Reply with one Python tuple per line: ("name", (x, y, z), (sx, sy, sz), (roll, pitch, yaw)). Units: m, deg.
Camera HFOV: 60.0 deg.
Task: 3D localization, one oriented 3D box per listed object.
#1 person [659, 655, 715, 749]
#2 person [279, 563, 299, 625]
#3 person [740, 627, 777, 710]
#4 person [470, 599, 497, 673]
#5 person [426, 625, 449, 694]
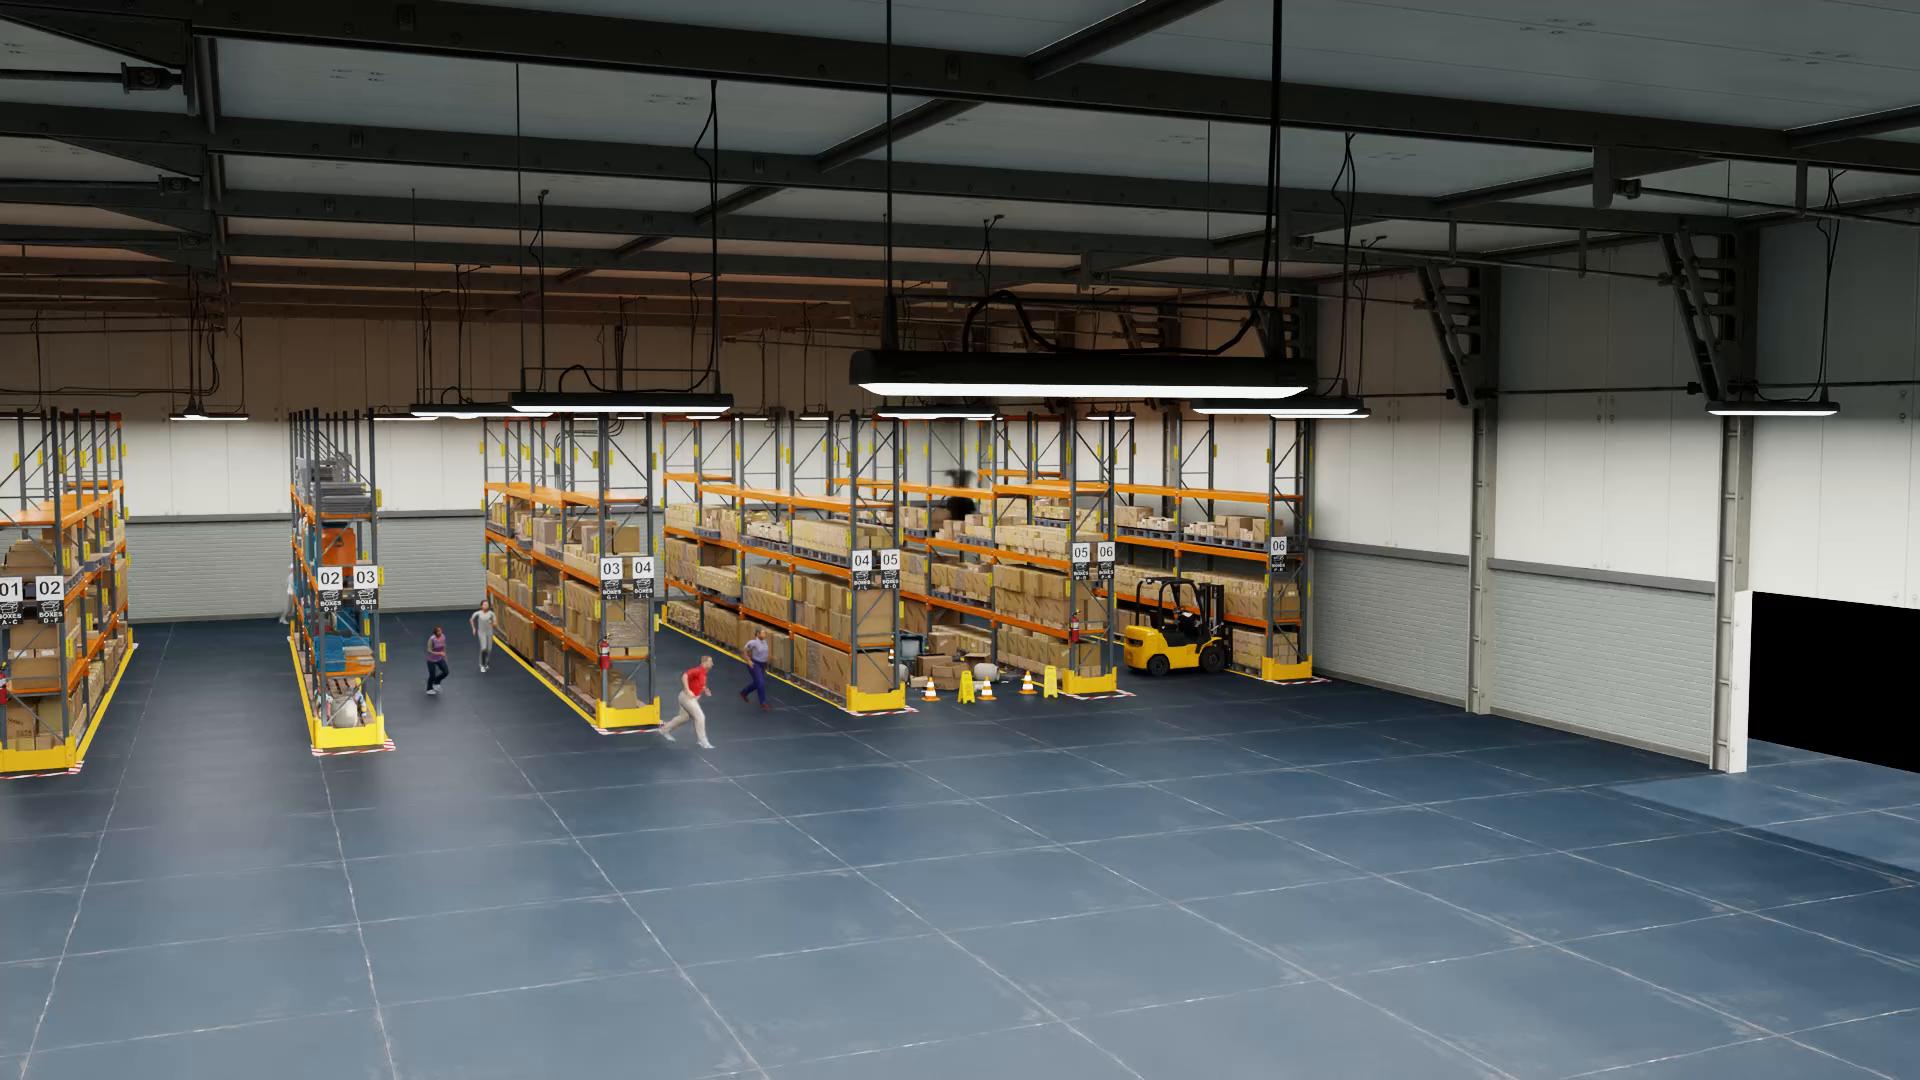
("person", (-4.848, 2.872, 29.371), (1.020, 1.695, 0.705), (1, 4, 9))
("person", (-18.756, 1.557, 46.857), (0.851, 1.833, 0.627), (0, 4, 1))
("person", (-4.112, 2.567, 33.485), (0.890, 1.647, 0.582), (2, 5, 28))
("person", (-10.934, 2.209, 38.262), (0.558, 1.688, 0.703), (-2, 5, -29))
("person", (-11.000, 2.524, 34.998), (0.781, 1.493, 0.539), (4, 5, 42))
